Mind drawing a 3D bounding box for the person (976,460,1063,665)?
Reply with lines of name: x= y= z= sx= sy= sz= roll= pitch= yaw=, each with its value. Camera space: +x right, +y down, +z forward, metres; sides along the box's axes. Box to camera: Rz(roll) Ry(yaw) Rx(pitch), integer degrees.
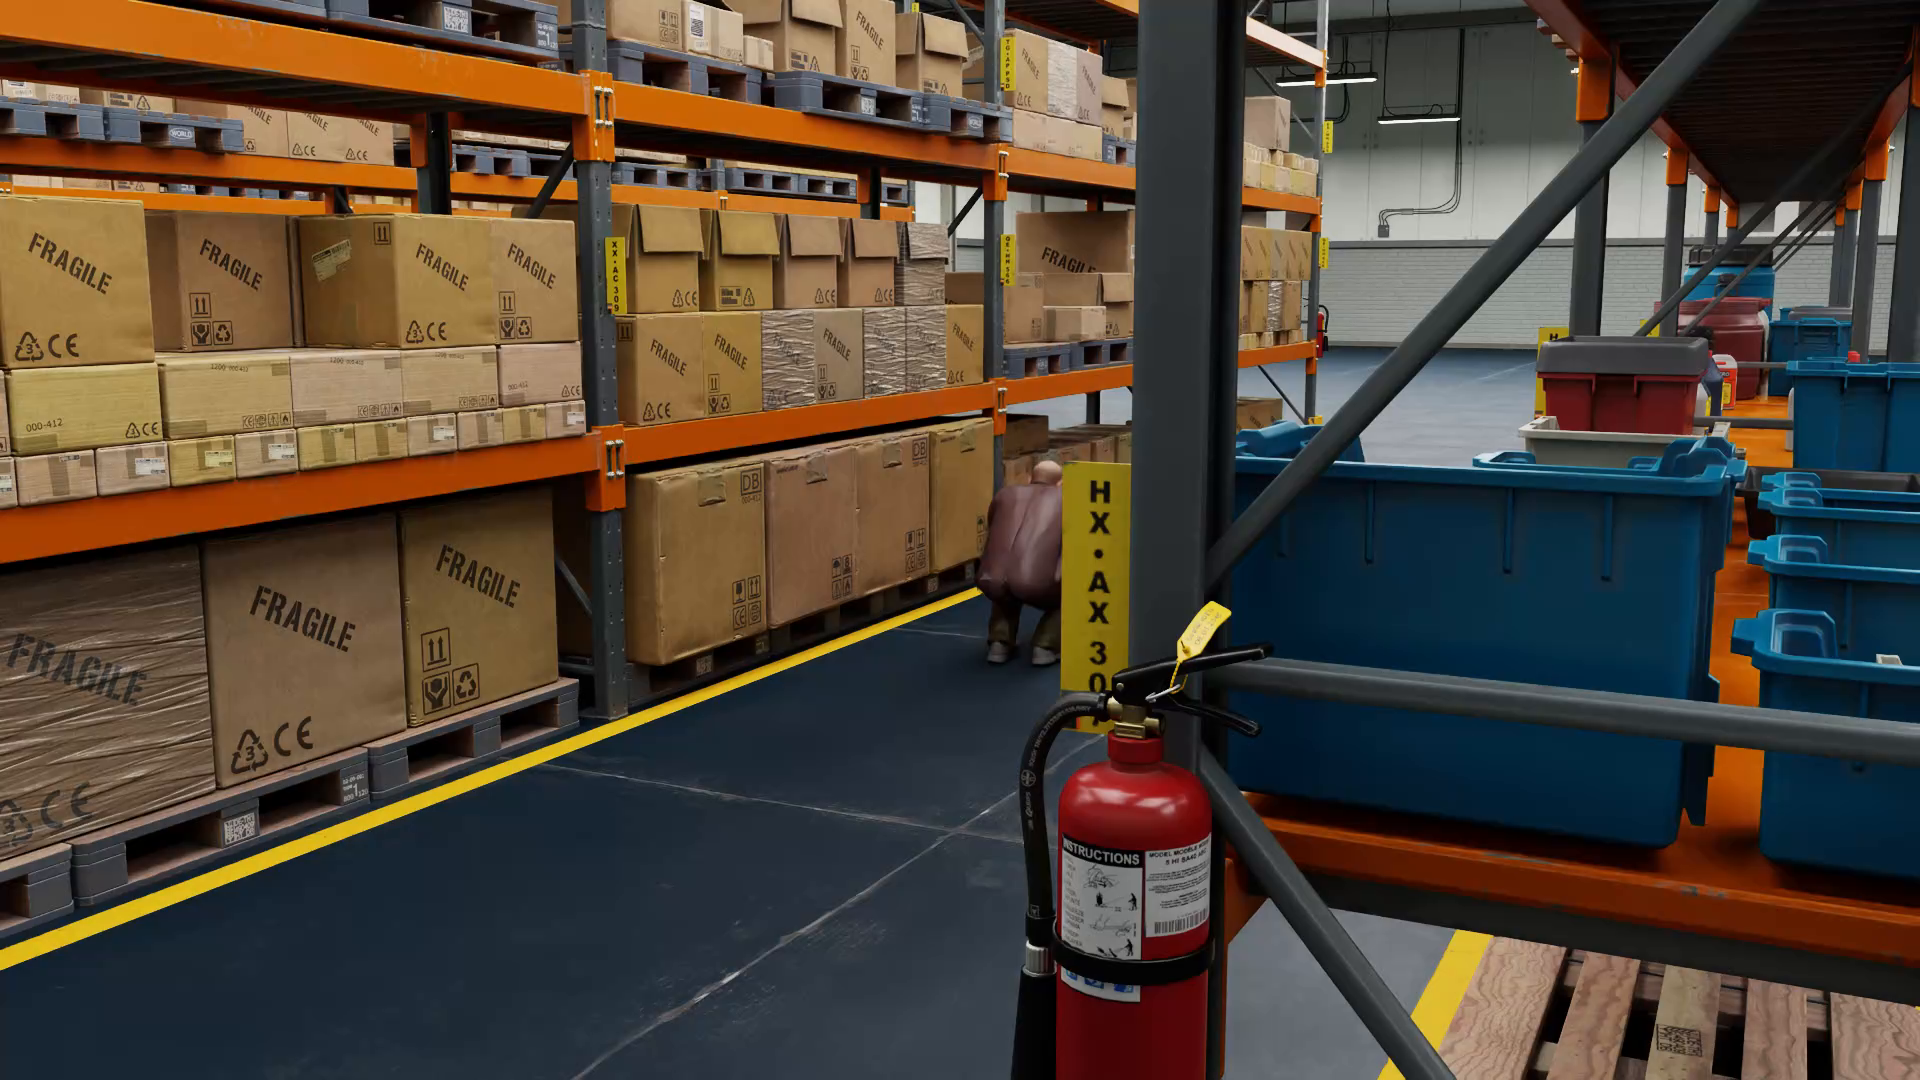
person: x=0.395 y=0.111 z=8.717 sx=0.609 sy=1.003 sz=0.911 roll=4 pitch=10 yaw=26
